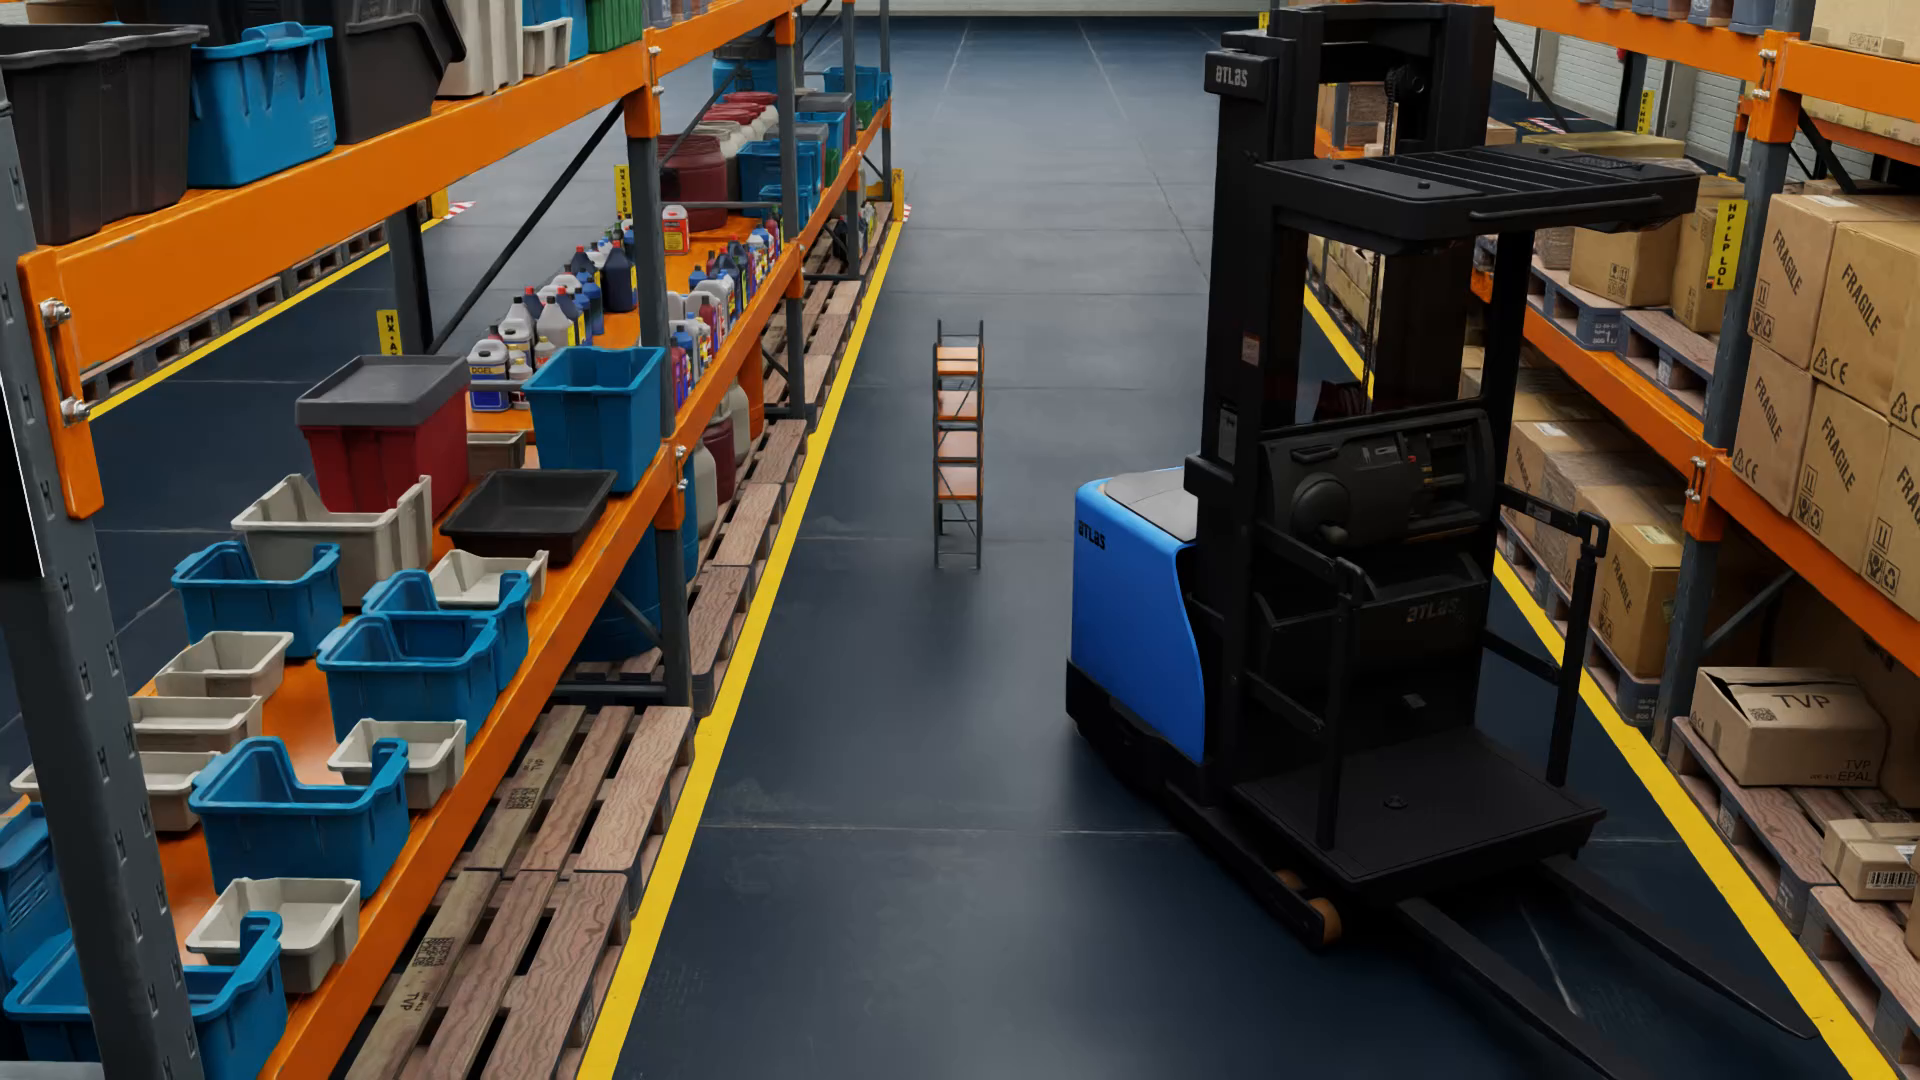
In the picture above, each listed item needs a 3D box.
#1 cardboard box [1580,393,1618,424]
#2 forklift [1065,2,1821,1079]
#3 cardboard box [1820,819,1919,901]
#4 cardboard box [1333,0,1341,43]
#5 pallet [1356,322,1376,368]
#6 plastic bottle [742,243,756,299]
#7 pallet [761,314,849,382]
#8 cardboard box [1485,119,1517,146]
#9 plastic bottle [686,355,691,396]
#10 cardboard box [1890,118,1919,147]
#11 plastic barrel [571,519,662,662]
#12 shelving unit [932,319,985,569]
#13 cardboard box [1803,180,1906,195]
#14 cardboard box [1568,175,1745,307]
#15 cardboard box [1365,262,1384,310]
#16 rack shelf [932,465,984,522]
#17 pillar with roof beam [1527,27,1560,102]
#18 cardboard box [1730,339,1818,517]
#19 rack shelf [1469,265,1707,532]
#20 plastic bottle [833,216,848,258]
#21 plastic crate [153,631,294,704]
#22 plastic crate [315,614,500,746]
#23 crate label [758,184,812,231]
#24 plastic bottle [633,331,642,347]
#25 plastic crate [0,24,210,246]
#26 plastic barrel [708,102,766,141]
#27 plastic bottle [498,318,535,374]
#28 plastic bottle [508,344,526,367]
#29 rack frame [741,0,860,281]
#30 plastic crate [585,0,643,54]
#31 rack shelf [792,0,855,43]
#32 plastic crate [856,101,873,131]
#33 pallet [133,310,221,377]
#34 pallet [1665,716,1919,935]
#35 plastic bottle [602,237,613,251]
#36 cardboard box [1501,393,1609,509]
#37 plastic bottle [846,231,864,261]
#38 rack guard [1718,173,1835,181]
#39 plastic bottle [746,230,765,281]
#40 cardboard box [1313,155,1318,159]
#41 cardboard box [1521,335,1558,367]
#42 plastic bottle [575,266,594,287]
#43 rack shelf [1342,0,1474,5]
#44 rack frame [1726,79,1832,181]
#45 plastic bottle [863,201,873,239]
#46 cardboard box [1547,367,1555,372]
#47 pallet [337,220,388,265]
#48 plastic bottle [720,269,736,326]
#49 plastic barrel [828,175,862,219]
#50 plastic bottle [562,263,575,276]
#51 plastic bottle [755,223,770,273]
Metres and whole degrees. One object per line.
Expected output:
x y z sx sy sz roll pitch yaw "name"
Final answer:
3.653 -0.486 8.981 0.500 0.500 0.500 0 21 0 "cardboard box"
1.526 -0.188 5.462 1.130 2.935 3.031 -10 23 -23 "forklift"
3.096 1.051 5.483 0.380 0.166 0.250 1 21 2 "cardboard box"
3.606 -4.415 14.328 0.700 0.500 0.500 1 21 1 "cardboard box"
3.567 -1.411 12.373 1.003 0.211 1.213 1 21 2 "pallet"
-1.109 -1.411 8.680 0.061 0.283 0.133 1 21 2 "plastic bottle"
-1.386 -1.449 12.472 1.003 0.211 1.213 1 21 2 "pallet"
3.498 -2.627 11.515 0.500 0.500 0.500 0 21 -1 "cardboard box"
-1.183 -0.709 6.983 0.097 0.201 0.097 0 21 0 "plastic bottle"
8.248 -3.481 14.033 0.500 0.250 0.500 1 21 2 "cardboard box"
-1.576 0.003 7.195 0.600 0.901 0.708 1 21 2 "plastic barrel"
-0.005 -0.500 8.658 0.258 1.200 0.503 1 21 2 "shelving unit"
8.457 -3.133 15.804 0.700 0.500 0.500 -1 21 -2 "cardboard box"
3.333 -1.409 7.795 0.700 0.500 0.500 -5 22 -12 "cardboard box"
3.278 -1.893 12.205 0.500 0.311 0.500 1 21 3 "cardboard box"
-0.005 -0.252 8.754 0.258 0.148 0.480 1 21 2 "rack shelf"
5.563 -11.733 26.829 9.100 9.000 0.400 1 21 2 "pillar with roof beam"
3.054 -0.393 5.756 0.500 0.500 0.500 1 21 3 "cardboard box"
3.402 -0.915 8.235 1.077 0.370 4.000 1 21 2 "rack shelf"
-1.071 -2.735 14.984 0.144 0.351 0.185 1 21 2 "plastic bottle"
-1.890 0.348 4.266 0.298 0.136 0.250 1 21 2 "plastic crate"
-1.355 0.351 4.125 0.416 0.233 0.300 1 21 2 "plastic crate"
-1.100 -2.100 10.525 0.303 0.233 0.416 1 21 2 "crate label"
-1.274 -0.699 6.751 0.144 0.351 0.185 1 21 2 "plastic bottle"
-1.441 -0.611 2.490 0.497 0.269 0.590 1 21 2 "plastic crate"
-1.637 -2.930 12.247 0.433 0.535 0.433 0 21 0 "plastic barrel"
-1.910 -0.804 7.125 0.152 0.276 0.135 1 21 2 "plastic bottle"
-1.880 -0.726 7.029 0.097 0.201 0.097 0 21 0 "plastic bottle"
-1.366 -3.476 13.840 1.000 3.000 0.127 1 21 2 "rack frame"
-1.320 -1.726 5.478 0.450 0.188 0.662 1 21 2 "plastic crate"
-1.427 -3.816 11.564 1.077 0.370 4.000 1 21 2 "rack shelf"
-1.043 -3.865 15.135 0.450 0.188 0.662 1 21 2 "plastic crate"
-6.373 -1.506 12.620 1.003 0.211 1.213 1 21 2 "pallet"
3.320 1.021 6.106 1.003 0.211 1.213 1 21 2 "pallet"
-1.880 -1.476 8.864 0.097 0.271 0.097 0 21 0 "plastic bottle"
3.133 -0.481 8.970 0.500 0.500 0.500 0 21 1 "cardboard box"
-0.936 -2.639 14.840 0.152 0.276 0.135 1 21 4 "plastic bottle"
8.656 -3.620 17.668 1.175 0.500 0.348 1 21 2 "rack guard"
-1.114 -1.553 9.062 0.097 0.271 0.097 0 21 0 "plastic bottle"
3.419 -3.396 15.818 0.500 0.500 0.500 1 21 2 "cardboard box"
3.773 -1.335 10.768 0.500 0.311 0.500 1 21 3 "cardboard box"
-1.842 -1.206 8.168 0.097 0.271 0.097 0 21 0 "plastic bottle"
3.524 -3.760 11.420 1.077 0.370 4.000 1 21 2 "rack shelf"
8.658 -4.813 17.287 1.000 3.000 0.127 1 21 2 "rack frame"
-0.903 -3.022 15.725 0.144 0.351 0.185 2 21 4 "plastic bottle"
3.773 -1.074 10.870 0.500 0.250 0.500 1 21 1 "cardboard box"
-6.297 -2.916 16.252 1.003 0.211 1.213 1 21 2 "pallet"
-1.146 -1.182 8.106 0.097 0.271 0.097 0 21 0 "plastic bottle"
-1.203 -3.538 16.859 0.421 0.512 0.421 0 21 0 "plastic barrel"
-1.922 -1.206 8.152 0.061 0.283 0.133 1 21 2 "plastic bottle"
-1.108 -1.623 9.243 0.097 0.271 0.097 0 21 0 "plastic bottle"
